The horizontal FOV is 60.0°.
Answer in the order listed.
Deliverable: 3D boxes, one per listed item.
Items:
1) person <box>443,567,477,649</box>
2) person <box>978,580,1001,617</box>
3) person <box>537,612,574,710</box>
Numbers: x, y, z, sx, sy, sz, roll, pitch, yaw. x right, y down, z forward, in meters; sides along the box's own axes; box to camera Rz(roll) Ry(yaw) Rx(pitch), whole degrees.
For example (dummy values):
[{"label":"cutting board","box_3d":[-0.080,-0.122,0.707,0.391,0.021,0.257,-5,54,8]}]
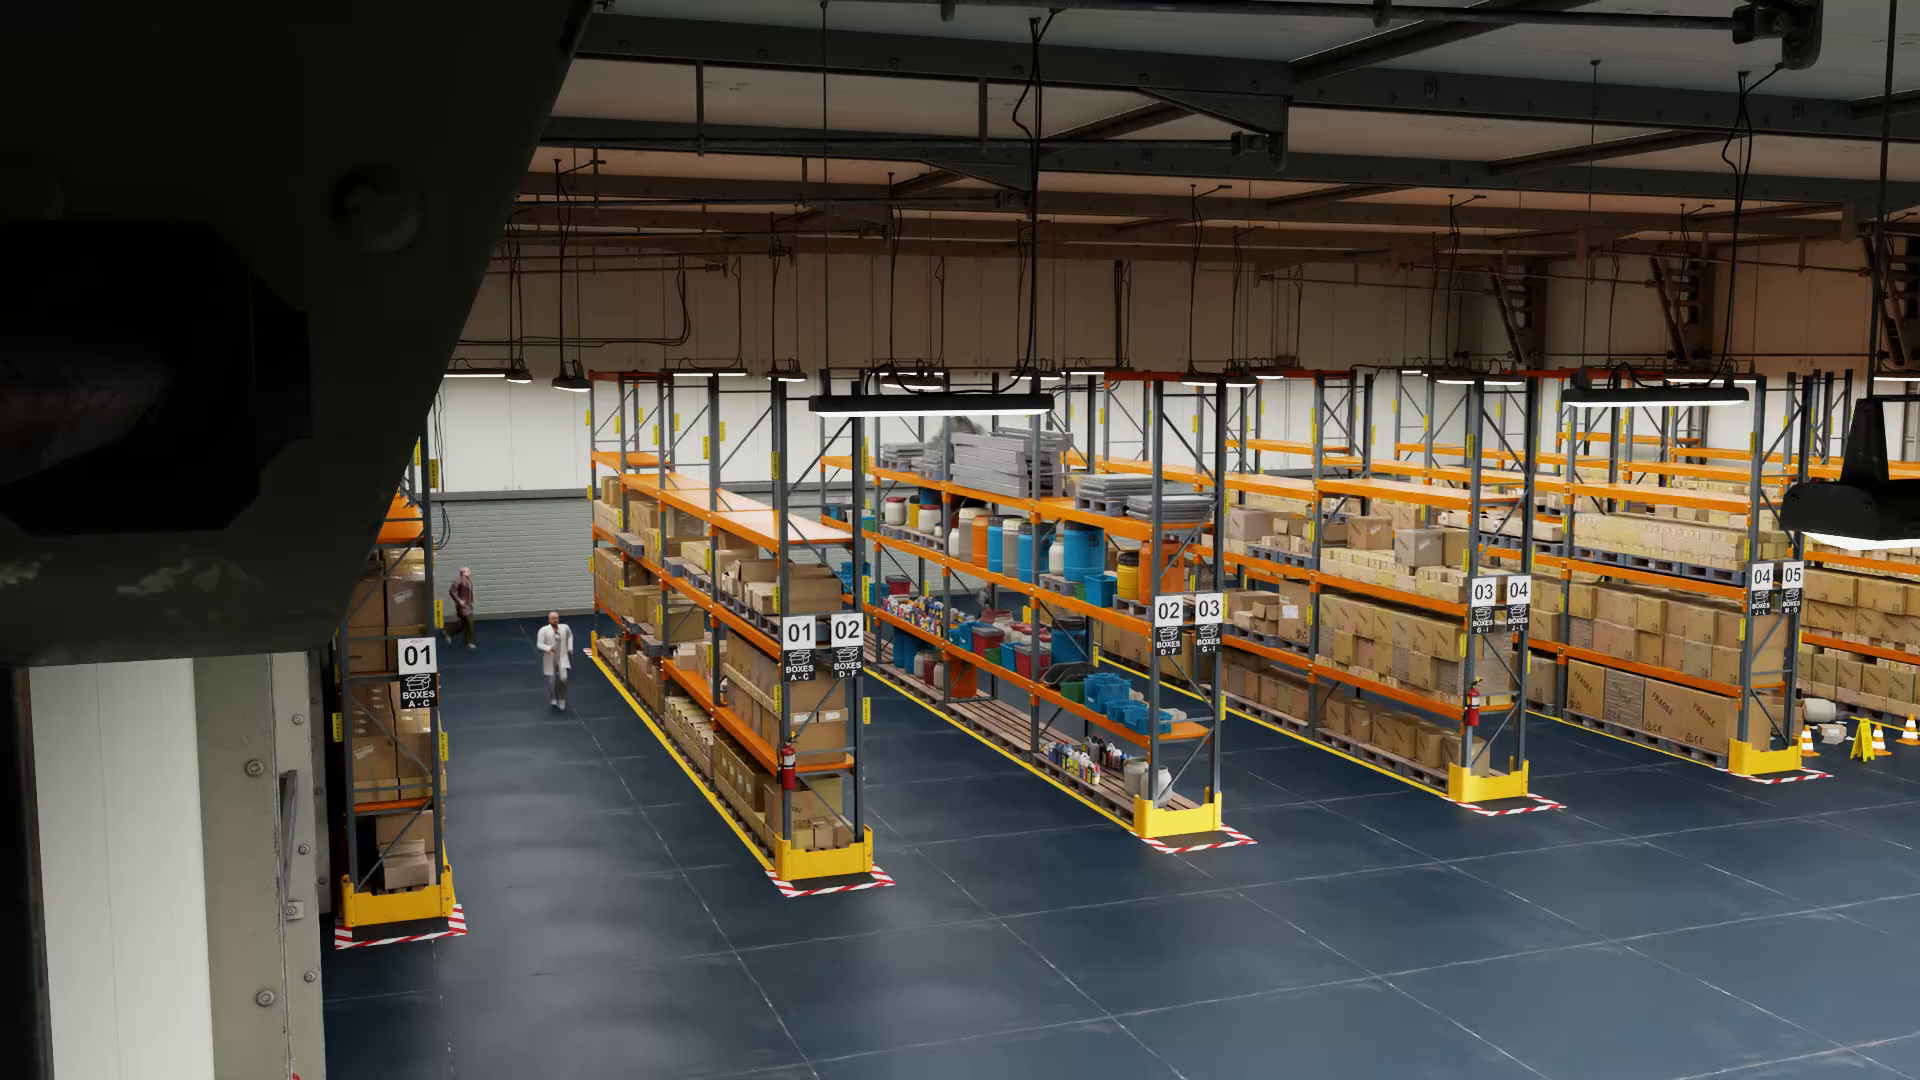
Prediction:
[{"label":"person","box_3d":[-10.812,1.456,36.110,0.850,1.739,0.772,1,6,10]},{"label":"person","box_3d":[0.609,1.593,33.215,0.631,1.754,0.833,-4,8,-33]},{"label":"person","box_3d":[-7.196,2.155,29.614,0.655,1.778,0.849,-2,7,-19]}]
